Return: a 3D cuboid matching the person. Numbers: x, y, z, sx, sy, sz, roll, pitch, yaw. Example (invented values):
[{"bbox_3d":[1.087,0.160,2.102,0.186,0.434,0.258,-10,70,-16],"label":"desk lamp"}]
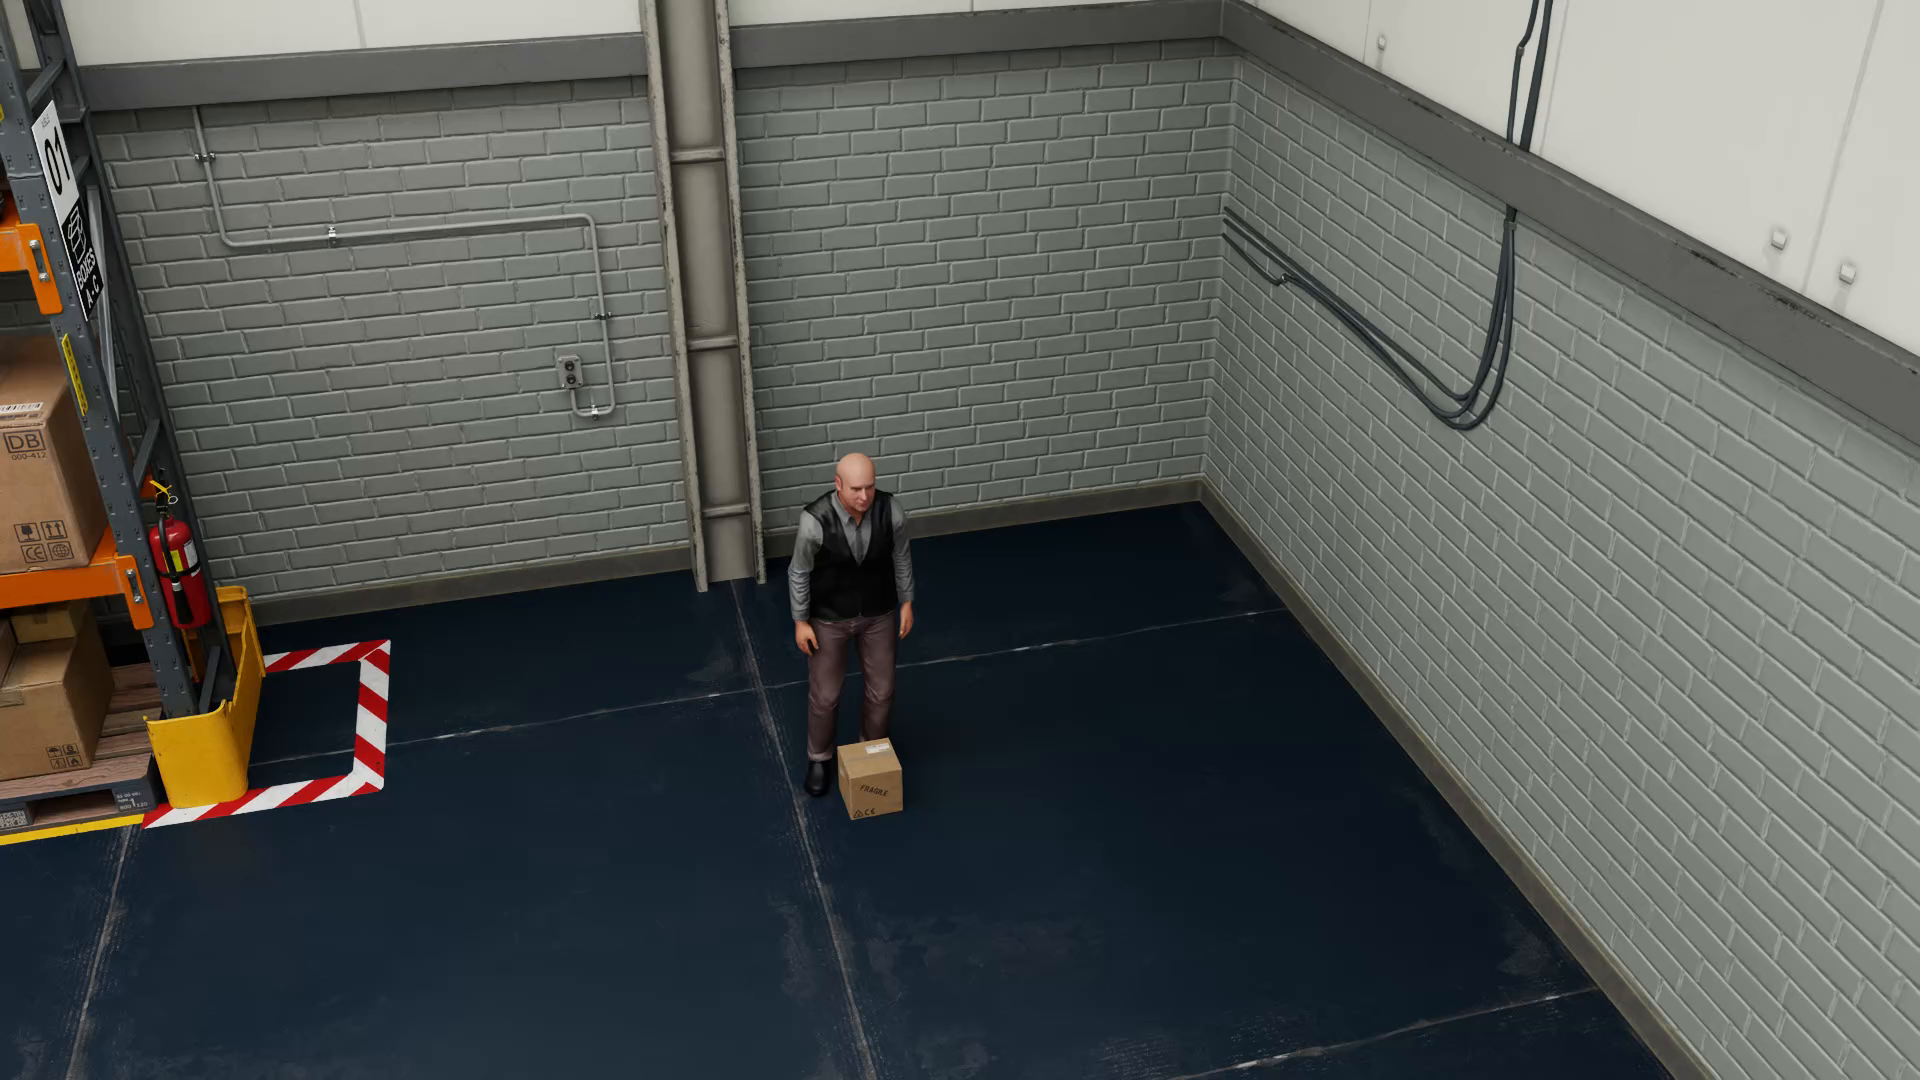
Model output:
[{"bbox_3d":[-0.487,0.359,7.644,0.594,1.721,0.472,-10,31,-16],"label":"person"}]
